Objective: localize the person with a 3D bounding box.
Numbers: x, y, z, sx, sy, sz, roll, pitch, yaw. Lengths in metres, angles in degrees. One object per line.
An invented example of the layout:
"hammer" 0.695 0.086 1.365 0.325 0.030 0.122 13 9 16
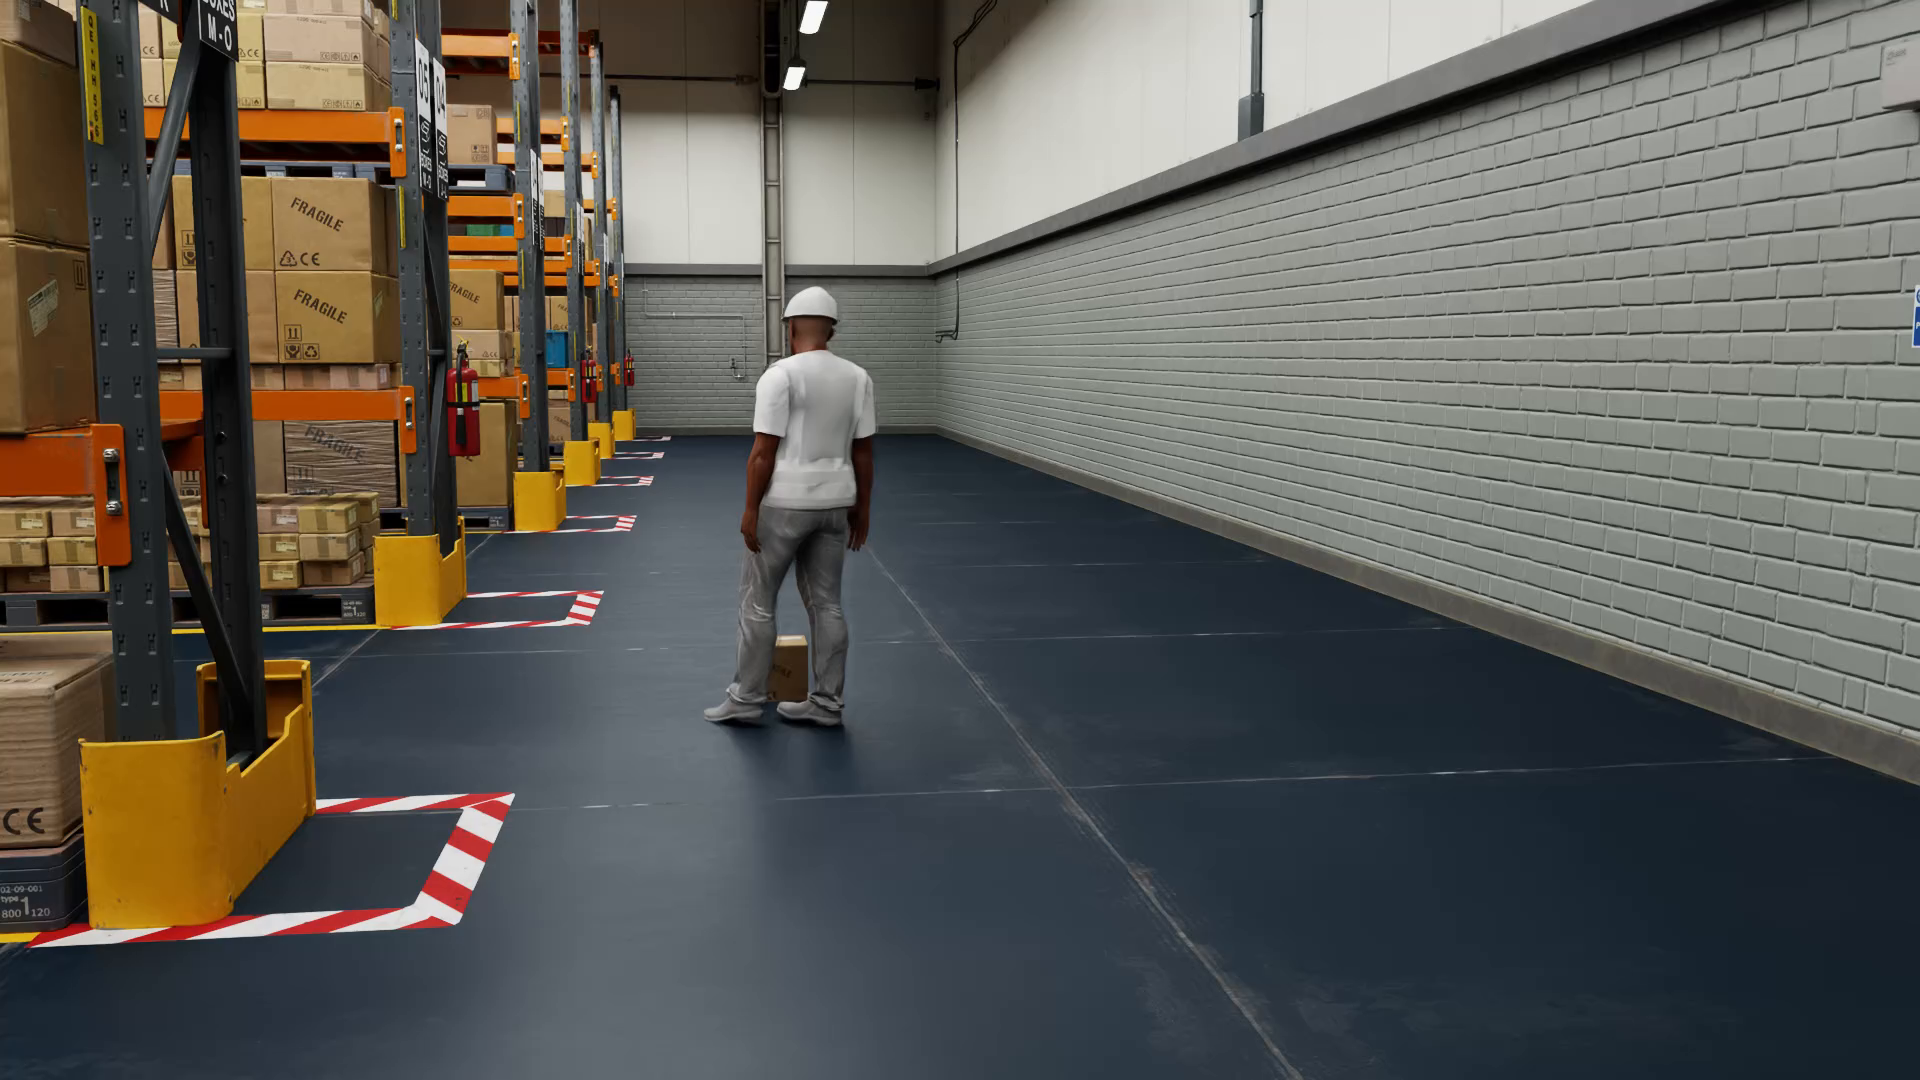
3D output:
"person" -0.692 -0.137 6.795 0.590 1.774 0.547 -6 9 -41
